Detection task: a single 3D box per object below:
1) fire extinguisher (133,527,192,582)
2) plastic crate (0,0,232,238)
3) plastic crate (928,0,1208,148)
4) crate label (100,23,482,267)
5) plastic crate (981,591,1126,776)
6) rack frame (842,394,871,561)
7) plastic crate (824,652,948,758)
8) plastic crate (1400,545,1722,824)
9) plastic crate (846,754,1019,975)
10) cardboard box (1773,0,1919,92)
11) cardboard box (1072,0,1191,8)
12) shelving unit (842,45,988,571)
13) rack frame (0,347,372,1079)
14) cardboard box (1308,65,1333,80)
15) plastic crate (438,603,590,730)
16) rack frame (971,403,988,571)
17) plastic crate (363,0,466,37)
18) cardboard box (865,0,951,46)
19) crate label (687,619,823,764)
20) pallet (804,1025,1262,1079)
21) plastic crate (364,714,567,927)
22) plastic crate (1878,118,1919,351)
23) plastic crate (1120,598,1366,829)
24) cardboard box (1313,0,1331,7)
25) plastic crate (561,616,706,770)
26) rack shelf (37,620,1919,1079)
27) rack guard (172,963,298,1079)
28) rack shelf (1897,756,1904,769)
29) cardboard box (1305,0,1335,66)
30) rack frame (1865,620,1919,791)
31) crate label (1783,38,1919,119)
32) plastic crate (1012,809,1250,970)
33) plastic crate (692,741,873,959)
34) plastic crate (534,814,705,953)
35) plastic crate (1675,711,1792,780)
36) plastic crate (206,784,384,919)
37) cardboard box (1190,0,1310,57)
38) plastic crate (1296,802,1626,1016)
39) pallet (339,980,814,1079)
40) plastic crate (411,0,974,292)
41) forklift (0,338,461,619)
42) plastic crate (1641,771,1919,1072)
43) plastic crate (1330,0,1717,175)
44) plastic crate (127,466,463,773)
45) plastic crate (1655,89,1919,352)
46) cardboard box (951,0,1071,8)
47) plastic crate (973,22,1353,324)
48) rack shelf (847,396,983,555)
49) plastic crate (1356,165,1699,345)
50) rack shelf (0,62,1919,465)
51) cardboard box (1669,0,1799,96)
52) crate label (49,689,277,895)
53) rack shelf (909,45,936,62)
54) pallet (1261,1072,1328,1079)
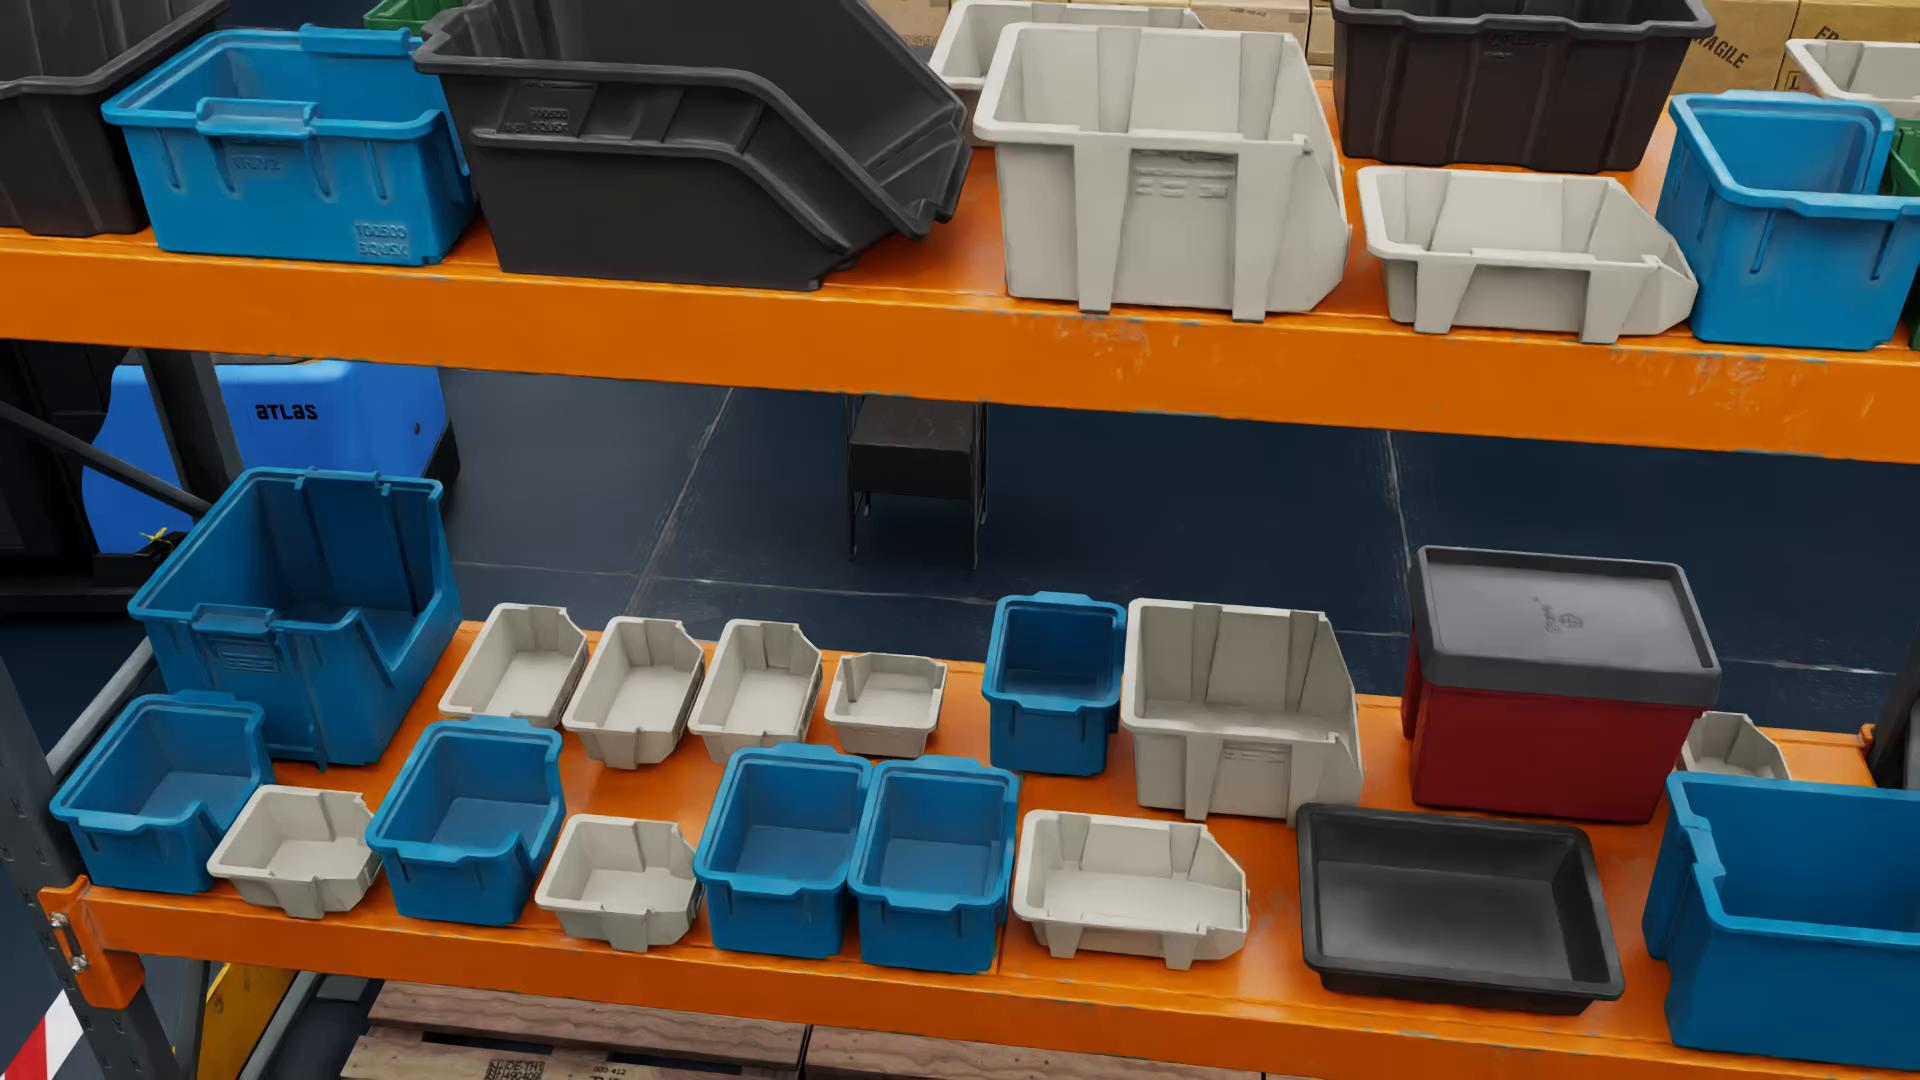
[{"bbox_3d":[-1.946,0.200,4.276,0.183,0.674,0.296,4,36,6],"label":"fire extinguisher"},{"bbox_3d":[-1.508,-0.689,2.664,0.590,0.269,0.497,4,36,6],"label":"plastic crate"},{"bbox_3d":[0.227,-0.814,2.954,0.530,0.136,0.437,4,36,6],"label":"plastic crate"},{"bbox_3d":[-0.980,-0.616,2.577,0.502,0.251,0.408,4,36,6],"label":"crate label"},{"bbox_3d":[0.215,0.337,3.787,0.300,0.233,0.416,4,36,6],"label":"plastic crate"},{"bbox_3d":[-0.406,-0.885,6.183,0.015,2.100,0.400,4,36,6],"label":"rack frame"},{"bbox_3d":[-0.162,0.376,3.816,0.250,0.136,0.298,4,36,6],"label":"plastic crate"},{"bbox_3d":[1.259,0.324,3.607,0.583,0.464,0.402,4,36,6],"label":"plastic crate"},{"bbox_3d":[-0.048,0.661,3.334,0.300,0.233,0.416,4,36,6],"label":"plastic crate"},{"bbox_3d":[3.667,-2.094,7.016,0.500,0.500,0.500,4,36,6],"label":"cardboard box"},{"bbox_3d":[0.751,-2.324,7.297,0.500,0.250,0.500,4,36,5],"label":"cardboard box"},{"bbox_3d":[-0.164,-0.867,6.157,0.503,2.100,0.431,4,36,6],"label":"shelving unit"},{"bbox_3d":[-1.854,0.290,3.762,0.127,3.000,1.000,4,36,6],"label":"rack frame"},{"bbox_3d":[1.635,-2.057,7.266,0.250,0.149,0.380,5,36,7],"label":"cardboard box"},{"bbox_3d":[-1.023,0.328,3.883,0.243,0.136,0.396,4,36,6],"label":"plastic crate"},{"bbox_3d":[0.078,-0.849,6.132,0.015,2.100,0.400,4,36,6],"label":"rack frame"},{"bbox_3d":[-0.840,-0.937,3.081,0.336,0.188,0.450,4,36,6],"label":"plastic crate"},{"bbox_3d":[-0.265,-2.399,7.402,0.500,0.250,0.500,4,36,5],"label":"cardboard box"},{"bbox_3d":[-0.458,0.365,3.832,0.243,0.136,0.396,4,36,6],"label":"crate label"},{"bbox_3d":[0.165,1.600,4.327,1.213,0.211,1.003,4,36,6],"label":"pallet"},{"bbox_3d":[-0.999,0.590,3.434,0.300,0.233,0.416,4,36,6],"label":"plastic crate"},{"bbox_3d":[1.654,-0.406,2.338,0.662,0.188,0.450,4,36,6],"label":"plastic crate"},{"bbox_3d":[0.622,0.390,3.672,0.530,0.282,0.437,4,36,6],"label":"plastic crate"},{"bbox_3d":[1.757,-2.553,6.973,0.500,0.500,0.500,5,36,6],"label":"cardboard box"},{"bbox_3d":[-0.737,0.358,3.841,0.243,0.136,0.396,4,36,6],"label":"plastic crate"},{"bbox_3d":[0.129,0.730,3.764,4.000,0.370,1.077,4,36,6],"label":"rack shelf"},{"bbox_3d":[-1.880,1.313,4.480,0.348,0.500,1.175,4,36,6],"label":"rack guard"},{"bbox_3d":[4.097,1.026,3.349,4.000,0.370,1.077,4,36,6],"label":"rack shelf"},{"bbox_3d":[1.759,-2.247,7.189,0.500,0.250,0.500,5,36,7],"label":"cardboard box"},{"bbox_3d":[2.113,0.584,3.350,0.053,2.616,0.949,4,36,6],"label":"rack frame"},{"bbox_3d":[1.664,-0.731,2.837,0.466,0.136,0.293,4,36,6],"label":"crate label"},{"bbox_3d":[0.348,0.713,3.345,0.466,0.136,0.293,4,36,6],"label":"plastic crate"},{"bbox_3d":[-0.346,0.639,3.365,0.300,0.233,0.416,4,36,6],"label":"plastic crate"},{"bbox_3d":[-0.671,0.702,3.360,0.298,0.136,0.250,4,36,6],"label":"plastic crate"},{"bbox_3d":[1.670,0.552,3.570,0.243,0.136,0.396,4,36,6],"label":"plastic crate"},{"bbox_3d":[-1.344,0.652,3.430,0.298,0.136,0.250,4,36,6],"label":"plastic crate"},{"bbox_3d":[1.253,-2.284,7.242,0.500,0.250,0.500,5,36,7],"label":"cardboard box"},{"bbox_3d":[0.969,0.745,3.309,0.590,0.125,0.437,4,36,6],"label":"plastic crate"},{"bbox_3d":[-1.041,1.508,4.455,1.213,0.211,1.003,4,36,6],"label":"pallet"},{"bbox_3d":[-0.374,-0.635,2.529,0.767,0.338,0.504,4,36,6],"label":"plastic crate"},{"bbox_3d":[-3.630,-1.186,5.888,3.031,2.935,1.130,0,36,0],"label":"forklift"},{"bbox_3d":[1.606,0.730,3.108,0.575,0.384,0.392,4,36,6],"label":"plastic crate"},{"bbox_3d":[0.916,-0.832,2.864,0.590,0.269,0.497,4,36,6],"label":"plastic crate"},{"bbox_3d":[-1.499,0.168,3.851,0.499,0.435,0.616,4,36,6],"label":"plastic crate"},{"bbox_3d":[1.169,-0.451,2.361,0.300,0.233,0.416,4,36,6],"label":"plastic crate"},{"bbox_3d":[0.232,-2.359,7.347,0.500,0.250,0.500,3,36,4],"label":"cardboard box"},{"bbox_3d":[0.305,-0.541,2.446,0.530,0.282,0.437,4,36,6],"label":"plastic crate"},{"bbox_3d":[-0.164,-0.286,6.572,0.480,0.518,0.431,4,36,6],"label":"rack shelf"},{"bbox_3d":[0.803,-0.403,2.377,0.466,0.136,0.293,4,36,6],"label":"plastic crate"},{"bbox_3d":[0.129,-0.491,2.892,4.000,0.370,1.077,4,36,6],"label":"rack shelf"},{"bbox_3d":[3.168,-2.131,7.068,0.500,0.500,0.500,4,36,6],"label":"cardboard box"},{"bbox_3d":[-1.651,0.541,3.502,0.303,0.233,0.416,4,36,6],"label":"crate label"},{"bbox_3d":[-0.164,-1.426,5.758,0.480,0.518,0.431,4,36,6],"label":"rack shelf"},{"bbox_3d":[1.379,1.688,4.202,1.213,0.211,1.003,4,36,6],"label":"pallet"}]
